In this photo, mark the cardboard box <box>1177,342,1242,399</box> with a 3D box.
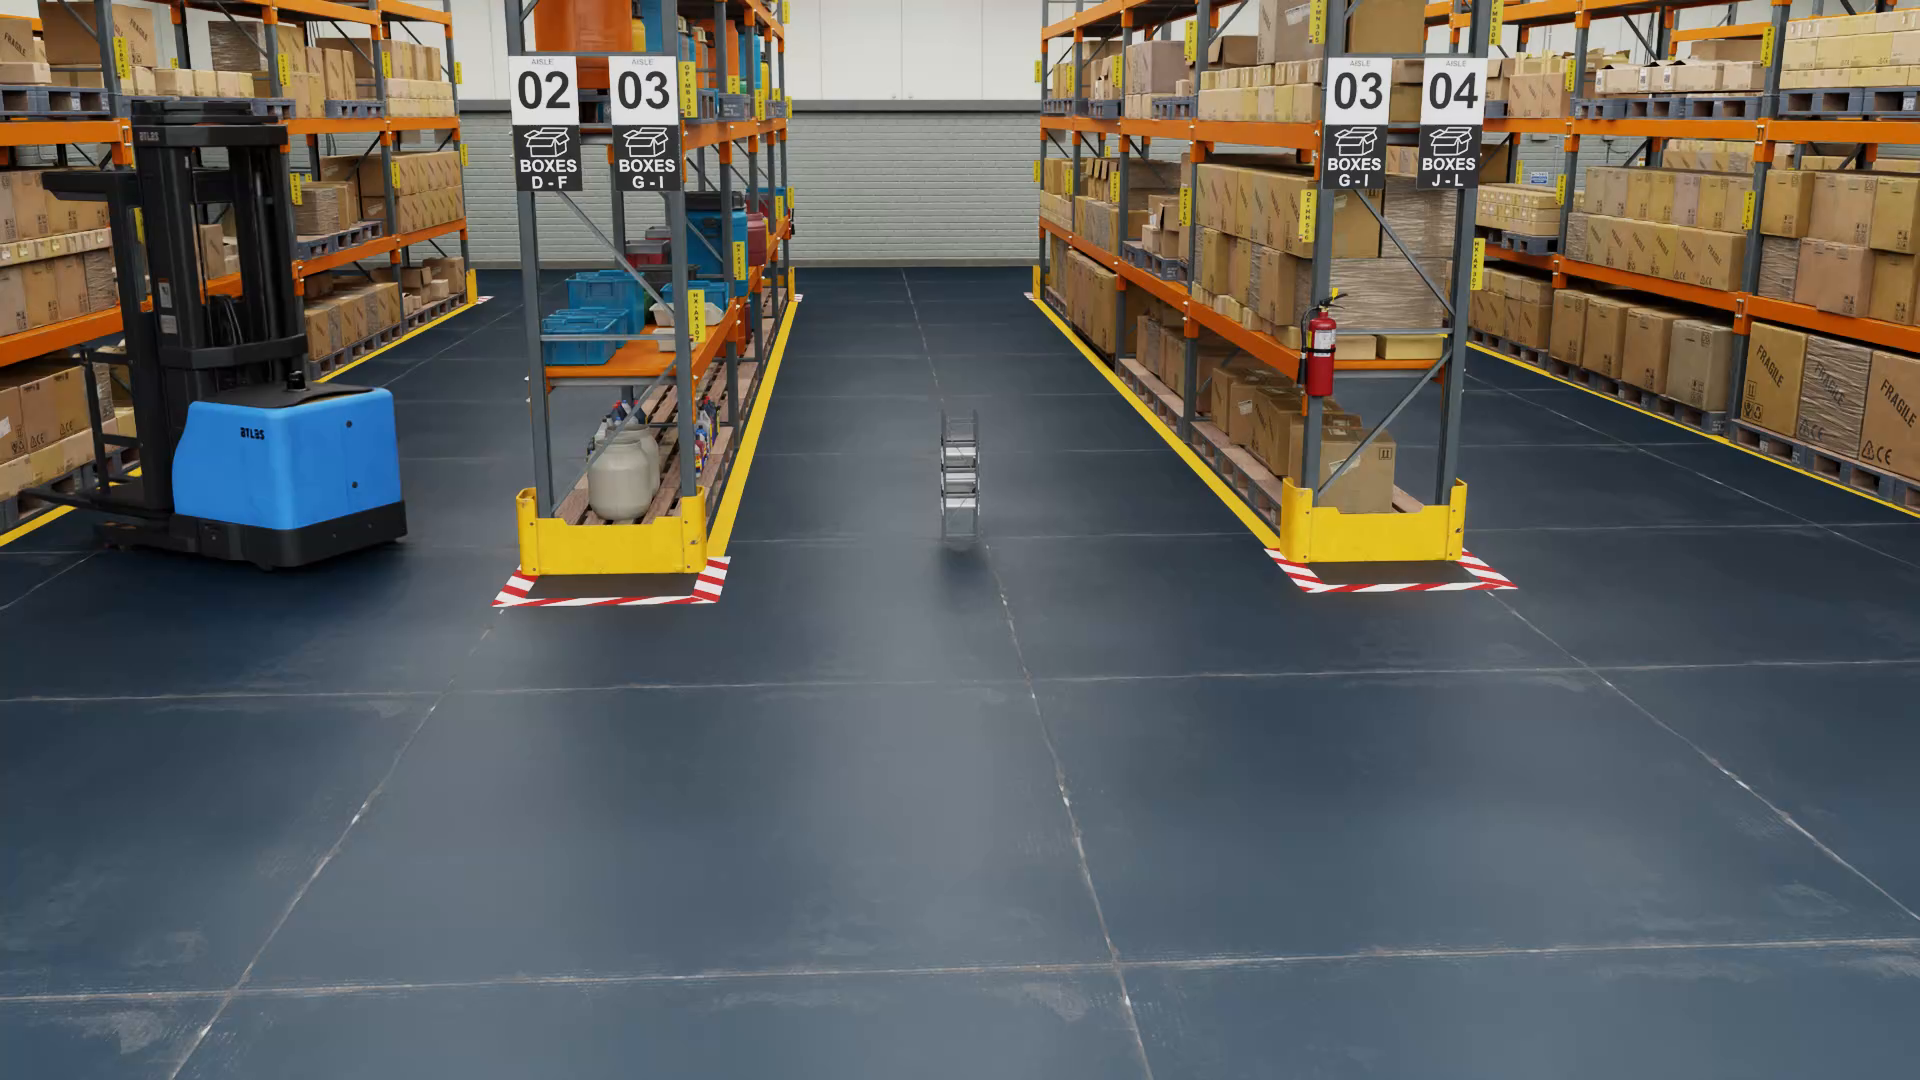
[{"bbox_3d":[2.475,-1.603,15.872,0.700,0.500,0.500,-1,14,-4],"label":"cardboard box"}]

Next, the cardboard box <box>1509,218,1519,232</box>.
[{"bbox_3d":[6.692,-3.698,19.542,0.380,0.149,0.250,-1,14,-2],"label":"cardboard box"}]

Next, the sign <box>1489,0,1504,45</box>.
[{"bbox_3d":[3.291,-3.219,10.242,0.100,0.325,0.005,-1,14,-3],"label":"sign"}]

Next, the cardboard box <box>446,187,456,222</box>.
[{"bbox_3d":[-7.794,-4.974,24.637,0.500,0.500,0.500,-1,14,-3],"label":"cardboard box"}]

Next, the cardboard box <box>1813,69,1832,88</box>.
[{"bbox_3d":[7.174,-3.741,13.487,0.380,0.149,0.250,-1,14,-4],"label":"cardboard box"}]

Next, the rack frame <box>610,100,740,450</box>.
[{"bbox_3d":[-2.441,-2.253,14.261,1.000,3.000,0.127,-1,14,-3],"label":"rack frame"}]

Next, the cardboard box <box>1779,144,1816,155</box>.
[{"bbox_3d":[11.561,-5.390,22.947,0.380,0.149,0.250,-1,14,-5],"label":"cardboard box"}]

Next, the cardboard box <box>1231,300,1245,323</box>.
[{"bbox_3d":[2.321,-1.776,12.915,0.380,0.149,0.250,-1,14,-3],"label":"cardboard box"}]

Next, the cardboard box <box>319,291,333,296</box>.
[{"bbox_3d":[-8.027,-2.788,20.477,0.500,0.500,0.500,-1,14,-3],"label":"cardboard box"}]

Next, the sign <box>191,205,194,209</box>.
[{"bbox_3d":[-8.174,-3.683,17.658,0.100,0.325,0.005,-1,14,-3],"label":"sign"}]

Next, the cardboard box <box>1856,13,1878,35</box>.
[{"bbox_3d":[7.207,-4.000,12.894,0.380,0.149,0.250,-1,14,-3],"label":"cardboard box"}]

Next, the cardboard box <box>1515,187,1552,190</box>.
[{"bbox_3d":[7.243,-4.385,21.019,0.380,0.149,0.250,-1,14,-5],"label":"cardboard box"}]

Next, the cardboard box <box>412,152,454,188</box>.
[{"bbox_3d":[-7.795,-5.462,24.528,0.500,0.500,0.500,0,14,-2],"label":"cardboard box"}]

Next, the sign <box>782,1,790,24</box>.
[{"bbox_3d":[-2.637,-7.999,25.202,0.100,0.325,0.005,-1,14,-3],"label":"sign"}]

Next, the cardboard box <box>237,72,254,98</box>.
[{"bbox_3d":[-7.549,-4.643,16.991,0.500,0.250,0.500,-2,15,-8],"label":"cardboard box"}]

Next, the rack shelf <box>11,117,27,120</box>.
[{"bbox_3d":[-12.949,-5.691,23.049,1.077,0.370,4.000,-1,14,-3],"label":"rack shelf"}]

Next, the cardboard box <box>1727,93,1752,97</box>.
[{"bbox_3d":[11.625,-6.716,24.344,0.500,0.500,0.500,-1,14,-2],"label":"cardboard box"}]

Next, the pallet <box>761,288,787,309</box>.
[{"bbox_3d":[-3.172,-3.681,25.408,1.003,0.211,1.213,-1,14,-3],"label":"pallet"}]

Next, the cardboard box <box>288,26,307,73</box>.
[{"bbox_3d":[-7.717,-5.519,18.731,0.500,0.500,0.500,-1,14,-3],"label":"cardboard box"}]

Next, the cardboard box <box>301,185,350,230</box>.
[{"bbox_3d":[-7.710,-3.980,19.932,0.700,0.500,0.500,-5,15,-18],"label":"cardboard box"}]

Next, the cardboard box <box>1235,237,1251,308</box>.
[{"bbox_3d":[2.585,-2.036,12.622,0.875,0.500,0.500,-1,14,-3],"label":"cardboard box"}]

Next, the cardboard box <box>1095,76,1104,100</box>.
[{"bbox_3d":[1.985,-5.657,20.810,0.500,0.311,0.500,-1,14,-5],"label":"cardboard box"}]

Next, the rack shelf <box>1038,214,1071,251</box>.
[{"bbox_3d":[1.883,-4.468,24.314,1.077,0.370,4.000,-1,14,-3],"label":"rack shelf"}]

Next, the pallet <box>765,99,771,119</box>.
[{"bbox_3d":[-2.639,-4.800,18.523,1.003,0.211,1.213,-1,14,-3],"label":"pallet"}]

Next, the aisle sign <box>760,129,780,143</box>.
[{"bbox_3d":[-2.897,-6.518,25.624,0.394,0.787,0.004,-1,14,-3],"label":"aisle sign"}]

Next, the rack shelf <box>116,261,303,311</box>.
[{"bbox_3d":[-7.509,-2.326,15.991,1.077,0.370,4.000,-1,14,-3],"label":"rack shelf"}]

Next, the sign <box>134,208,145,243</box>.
[{"bbox_3d":[-6.832,-2.644,13.885,0.100,0.325,0.005,-1,14,-3],"label":"sign"}]

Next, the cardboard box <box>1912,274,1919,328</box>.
[{"bbox_3d":[7.673,-1.828,12.308,0.875,0.550,0.550,-1,14,-3],"label":"cardboard box"}]

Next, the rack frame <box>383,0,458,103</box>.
[{"bbox_3d":[-8.129,-8.067,24.819,1.000,3.000,0.127,-1,14,-3],"label":"rack frame"}]

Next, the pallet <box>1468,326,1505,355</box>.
[{"bbox_3d":[7.091,-2.522,20.904,1.003,0.211,1.213,-1,14,-3],"label":"pallet"}]

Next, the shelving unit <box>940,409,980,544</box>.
[{"bbox_3d":[0.000,-0.438,11.422,0.258,0.900,0.210,-1,14,-3],"label":"shelving unit"}]

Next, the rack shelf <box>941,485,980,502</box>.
[{"bbox_3d":[0.000,-0.318,11.453,0.258,0.077,0.200,-1,14,-3],"label":"rack shelf"}]

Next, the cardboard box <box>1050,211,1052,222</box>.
[{"bbox_3d":[1.533,-4.779,24.583,0.380,0.149,0.250,-1,14,-4],"label":"cardboard box"}]

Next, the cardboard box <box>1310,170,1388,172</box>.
[{"bbox_3d":[2.894,-2.525,12.516,0.500,0.500,0.500,-1,14,-3],"label":"cardboard box"}]

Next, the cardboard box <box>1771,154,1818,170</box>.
[{"bbox_3d":[11.593,-5.117,23.188,0.500,0.500,0.500,-1,14,-4],"label":"cardboard box"}]

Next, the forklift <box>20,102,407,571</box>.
[{"bbox_3d":[-5.334,-1.459,11.316,3.031,2.935,1.130,8,16,27],"label":"forklift"}]

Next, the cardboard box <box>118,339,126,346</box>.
[{"bbox_3d":[-7.791,-1.795,16.033,0.500,0.311,0.500,-1,14,-4],"label":"cardboard box"}]

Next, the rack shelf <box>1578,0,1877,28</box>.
[{"bbox_3d":[7.335,-5.241,16.084,1.077,0.370,4.000,-1,14,-3],"label":"rack shelf"}]

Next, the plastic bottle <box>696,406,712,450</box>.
[{"bbox_3d":[-2.082,-0.899,13.434,0.144,0.351,0.185,-1,14,-4],"label":"plastic bottle"}]

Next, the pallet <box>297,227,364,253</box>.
[{"bbox_3d":[-7.758,-3.562,19.737,1.003,0.211,1.213,-1,14,-3],"label":"pallet"}]

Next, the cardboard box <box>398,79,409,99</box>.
[{"bbox_3d":[-7.696,-6.038,22.251,0.500,0.250,0.500,-1,14,-3],"label":"cardboard box"}]

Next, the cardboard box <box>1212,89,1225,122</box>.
[{"bbox_3d":[2.312,-3.462,13.242,0.500,0.250,0.500,-1,14,-4],"label":"cardboard box"}]

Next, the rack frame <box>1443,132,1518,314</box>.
[{"bbox_3d":[6.963,-4.370,22.491,1.000,3.000,0.127,-1,14,-3],"label":"rack frame"}]

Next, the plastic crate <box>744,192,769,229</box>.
[{"bbox_3d":[-2.742,-4.528,22.857,0.402,0.464,0.583,-1,14,-3],"label":"plastic crate"}]

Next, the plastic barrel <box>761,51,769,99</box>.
[{"bbox_3d":[-2.678,-5.765,20.674,0.600,0.588,0.600,0,14,0],"label":"plastic barrel"}]

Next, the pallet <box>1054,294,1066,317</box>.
[{"bbox_3d":[1.959,-3.463,24.560,1.003,0.211,1.213,-1,14,-3],"label":"pallet"}]

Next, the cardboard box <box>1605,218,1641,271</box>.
[{"bbox_3d":[7.034,-3.056,17.183,0.500,0.500,0.500,-1,14,-3],"label":"cardboard box"}]

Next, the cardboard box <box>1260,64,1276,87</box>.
[{"bbox_3d":[2.348,-3.295,11.795,0.380,0.149,0.250,-2,15,-6],"label":"cardboard box"}]

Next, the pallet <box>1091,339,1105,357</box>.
[{"bbox_3d":[2.208,-2.473,20.715,1.003,0.211,1.213,-1,14,-3],"label":"pallet"}]

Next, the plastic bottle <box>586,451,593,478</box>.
[{"bbox_3d":[-2.745,-0.566,12.438,0.097,0.201,0.097,0,14,0],"label":"plastic bottle"}]

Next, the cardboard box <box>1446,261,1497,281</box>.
[{"bbox_3d":[6.745,-3.538,21.927,0.500,0.250,0.500,-2,15,-6],"label":"cardboard box"}]

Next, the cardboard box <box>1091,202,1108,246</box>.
[{"bbox_3d":[1.885,-3.871,20.350,0.500,0.500,0.500,-1,14,-2],"label":"cardboard box"}]

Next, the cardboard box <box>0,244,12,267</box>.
[{"bbox_3d":[-7.041,-2.028,11.886,0.380,0.149,0.250,-1,14,-3],"label":"cardboard box"}]

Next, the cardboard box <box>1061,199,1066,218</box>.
[{"bbox_3d":[1.683,-4.624,23.184,0.500,0.250,0.500,0,14,-2],"label":"cardboard box"}]

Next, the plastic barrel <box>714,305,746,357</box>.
[{"bbox_3d":[-2.737,-2.521,18.818,0.600,0.830,0.708,-1,14,-3],"label":"plastic barrel"}]

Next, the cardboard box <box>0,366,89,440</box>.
[{"bbox_3d":[-7.084,-1.051,12.762,0.500,0.500,0.500,-1,14,-3],"label":"cardboard box"}]

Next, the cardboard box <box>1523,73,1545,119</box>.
[{"bbox_3d":[6.878,-5.139,19.258,0.500,0.500,0.500,-1,14,-3],"label":"cardboard box"}]
